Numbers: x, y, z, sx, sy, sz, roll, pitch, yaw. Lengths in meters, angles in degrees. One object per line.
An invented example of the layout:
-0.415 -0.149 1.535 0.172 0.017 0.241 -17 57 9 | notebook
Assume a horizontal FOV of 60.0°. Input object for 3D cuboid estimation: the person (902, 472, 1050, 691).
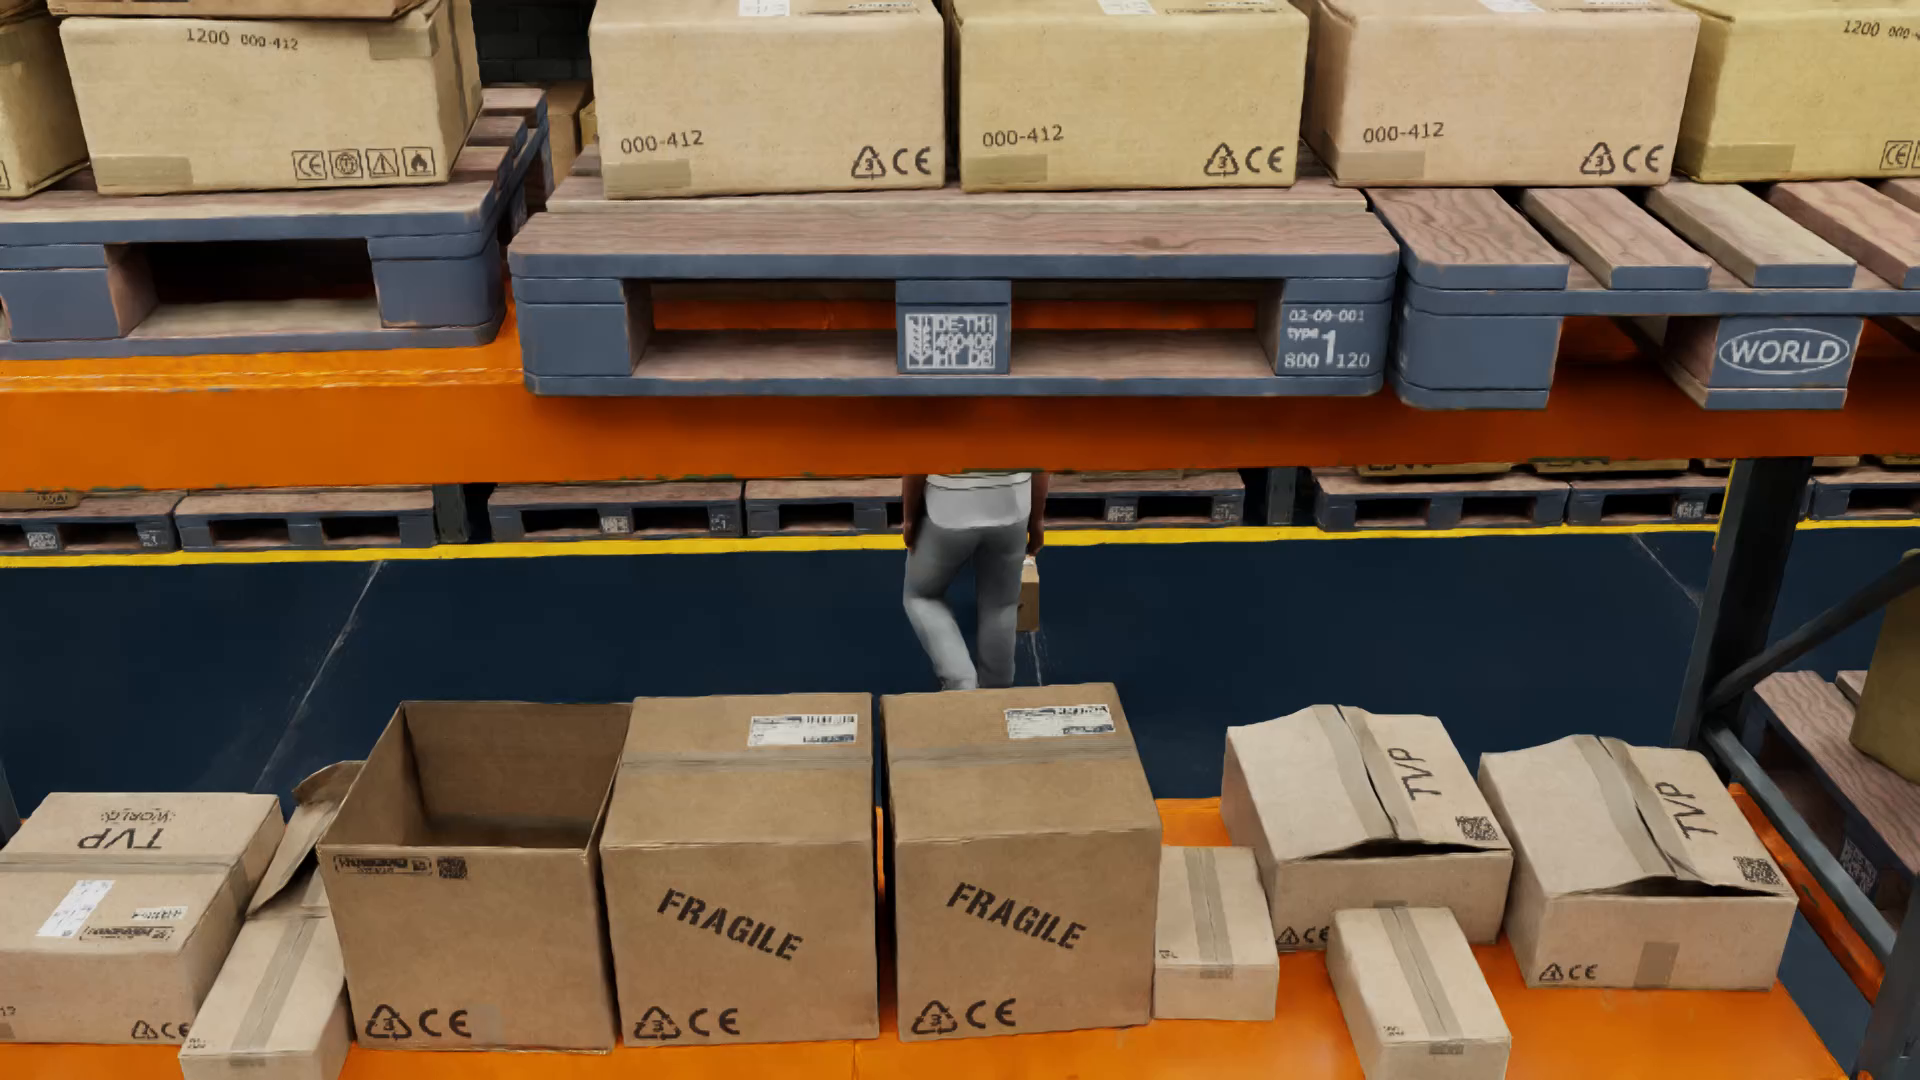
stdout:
0.063 -0.079 6.226 0.558 1.760 0.511 -6 28 -11 | person
